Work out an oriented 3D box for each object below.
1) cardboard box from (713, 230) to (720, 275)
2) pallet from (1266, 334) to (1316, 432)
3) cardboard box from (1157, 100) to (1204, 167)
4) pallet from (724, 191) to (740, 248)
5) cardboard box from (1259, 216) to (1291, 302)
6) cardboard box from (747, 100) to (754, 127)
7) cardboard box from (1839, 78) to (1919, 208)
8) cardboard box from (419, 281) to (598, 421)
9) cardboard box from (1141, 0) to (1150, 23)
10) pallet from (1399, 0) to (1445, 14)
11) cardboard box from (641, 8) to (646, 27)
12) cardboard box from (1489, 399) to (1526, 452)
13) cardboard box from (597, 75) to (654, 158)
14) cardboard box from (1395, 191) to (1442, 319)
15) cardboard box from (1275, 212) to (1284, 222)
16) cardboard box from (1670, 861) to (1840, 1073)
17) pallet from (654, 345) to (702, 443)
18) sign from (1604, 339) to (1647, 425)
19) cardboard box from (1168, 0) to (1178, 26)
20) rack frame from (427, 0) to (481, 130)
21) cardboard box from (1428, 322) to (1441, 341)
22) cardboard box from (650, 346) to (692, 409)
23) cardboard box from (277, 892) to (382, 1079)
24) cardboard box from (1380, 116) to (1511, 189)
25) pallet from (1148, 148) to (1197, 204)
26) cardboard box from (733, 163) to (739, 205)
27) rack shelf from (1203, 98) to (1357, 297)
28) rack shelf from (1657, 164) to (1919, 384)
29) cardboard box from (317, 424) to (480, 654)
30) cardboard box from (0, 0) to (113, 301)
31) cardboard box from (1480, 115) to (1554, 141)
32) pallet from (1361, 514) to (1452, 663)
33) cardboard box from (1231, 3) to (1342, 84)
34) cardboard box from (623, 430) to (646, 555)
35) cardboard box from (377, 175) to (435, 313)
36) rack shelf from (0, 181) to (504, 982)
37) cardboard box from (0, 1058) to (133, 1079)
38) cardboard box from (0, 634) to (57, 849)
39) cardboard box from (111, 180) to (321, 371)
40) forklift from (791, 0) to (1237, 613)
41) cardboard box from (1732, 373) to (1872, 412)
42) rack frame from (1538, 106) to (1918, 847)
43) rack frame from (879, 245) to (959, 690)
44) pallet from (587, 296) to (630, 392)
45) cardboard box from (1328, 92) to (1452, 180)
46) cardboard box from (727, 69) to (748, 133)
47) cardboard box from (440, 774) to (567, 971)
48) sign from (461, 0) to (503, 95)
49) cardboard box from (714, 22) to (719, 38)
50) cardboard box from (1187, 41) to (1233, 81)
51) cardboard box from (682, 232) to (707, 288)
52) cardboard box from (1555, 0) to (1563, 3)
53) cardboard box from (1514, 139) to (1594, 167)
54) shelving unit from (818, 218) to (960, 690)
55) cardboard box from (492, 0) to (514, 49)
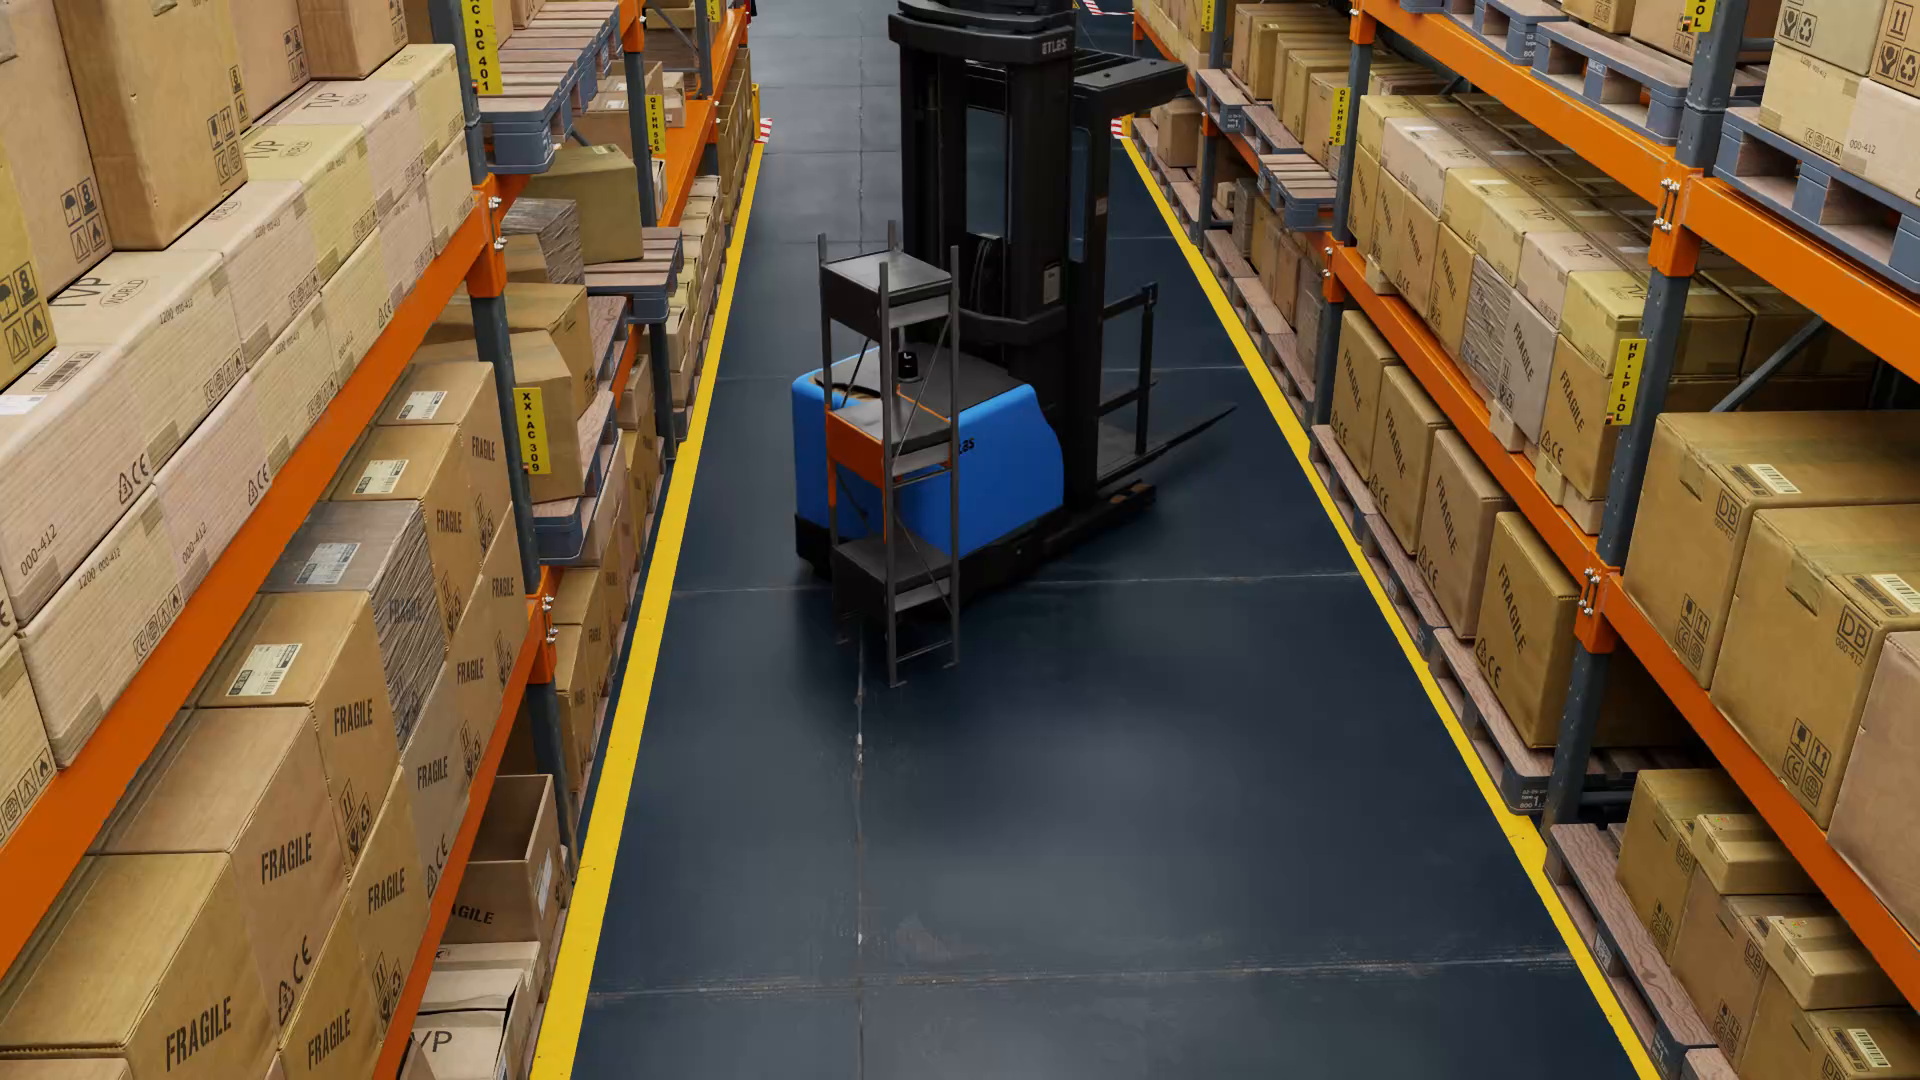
[{"bbox_3d":[-2.118,-2.221,12.784,0.500,0.250,0.500,-2,28,-3],"label":"cardboard box"},{"bbox_3d":[2.663,-1.071,11.075,1.003,0.211,1.213,-1,28,-3],"label":"pallet"},{"bbox_3d":[2.249,-3.803,15.524,0.700,0.500,0.500,-3,28,-6],"label":"cardboard box"},{"bbox_3d":[-2.453,-2.804,14.398,1.003,0.211,1.213,-1,28,-3],"label":"pallet"},{"bbox_3d":[2.612,-2.067,12.196,0.700,0.500,0.500,-1,28,-2],"label":"cardboard box"},{"bbox_3d":[-2.339,-4.246,16.666,0.500,0.250,0.500,-1,28,-3],"label":"cardboard box"},{"bbox_3d":[2.696,-1.032,4.341,0.500,0.250,0.500,-2,28,-4],"label":"cardboard box"},{"bbox_3d":[-1.936,-0.748,6.879,0.700,0.500,0.500,3,28,5],"label":"cardboard box"},{"bbox_3d":[2.034,-5.111,15.946,0.500,0.250,0.500,-2,28,-4],"label":"cardboard box"},{"bbox_3d":[2.789,-2.896,8.520,1.213,0.211,1.003,0,28,0],"label":"pallet"},{"bbox_3d":[-2.682,-4.124,13.105,0.380,0.149,0.250,-1,28,-3],"label":"cardboard box"},{"bbox_3d":[2.533,-0.503,7.221,0.380,0.149,0.250,-1,28,-3],"label":"cardboard box"},{"bbox_3d":[-2.376,-2.887,11.433,0.500,0.500,0.500,-1,28,-3],"label":"cardboard box"},{"bbox_3d":[2.515,-1.430,8.296,0.500,0.500,0.500,-2,28,-3],"label":"cardboard box"},{"bbox_3d":[2.606,-2.430,12.081,0.500,0.250,0.500,-2,28,-4],"label":"cardboard box"},{"bbox_3d":[2.871,1.403,5.565,0.700,0.500,0.500,-2,28,-3],"label":"cardboard box"},{"bbox_3d":[-2.249,-0.970,10.881,1.003,0.211,1.213,-1,28,-3],"label":"pallet"},{"bbox_3d":[2.370,-0.560,5.913,0.100,0.325,0.005,-1,28,-3],"label":"sign"},{"bbox_3d":[2.112,-4.742,14.429,0.500,0.500,0.500,-2,28,-4],"label":"cardboard box"},{"bbox_3d":[-2.036,-2.638,4.576,1.000,3.000,0.127,-1,28,-3],"label":"rack frame"},{"bbox_3d":[2.583,-1.093,8.351,0.380,0.149,0.250,-1,28,-2],"label":"cardboard box"},{"bbox_3d":[-1.979,-1.041,10.521,0.500,0.250,0.500,-1,28,-3],"label":"cardboard box"},{"bbox_3d":[-1.642,1.144,3.705,0.500,0.500,0.500,-1,28,-3],"label":"cardboard box"},{"bbox_3d":[2.497,-2.000,8.578,0.500,0.250,0.500,-2,28,-3],"label":"cardboard box"},{"bbox_3d":[2.356,-3.431,15.600,1.003,0.211,1.213,-1,28,-3],"label":"pallet"},{"bbox_3d":[-2.196,-3.092,14.453,0.500,0.250,0.500,-1,28,-3],"label":"cardboard box"},{"bbox_3d":[2.598,-2.551,11.675,1.077,0.370,4.000,-1,28,-3],"label":"rack shelf"},{"bbox_3d":[3.015,-0.186,3.898,1.077,0.370,4.000,-1,28,-3],"label":"rack shelf"},{"bbox_3d":[-1.721,-0.002,4.820,0.500,0.500,0.500,-2,28,-4],"label":"cardboard box"},{"bbox_3d":[-1.945,-0.646,2.812,0.700,0.500,0.500,-1,28,-3],"label":"cardboard box"},{"bbox_3d":[3.008,-2.021,8.620,0.500,0.250,0.500,-2,28,-4],"label":"cardboard box"},{"bbox_3d":[2.729,0.218,8.604,1.003,0.211,1.213,-1,28,-3],"label":"pallet"},{"bbox_3d":[2.486,-3.797,12.703,0.700,0.500,0.500,-1,28,-2],"label":"cardboard box"},{"bbox_3d":[-1.935,-0.246,8.706,0.500,0.500,0.500,-2,28,-5],"label":"cardboard box"},{"bbox_3d":[-1.729,-0.792,4.443,0.500,0.250,0.500,-1,28,-3],"label":"cardboard box"},{"bbox_3d":[-1.931,-0.065,3.665,1.077,0.370,4.000,-1,28,-3],"label":"rack shelf"},{"bbox_3d":[-1.587,1.171,2.573,0.500,0.500,0.500,-1,28,-1],"label":"cardboard box"},{"bbox_3d":[-1.600,0.363,2.229,0.500,0.250,0.500,-1,28,-3],"label":"cardboard box"},{"bbox_3d":[-1.667,-0.552,3.442,0.500,0.250,0.500,-1,28,-3],"label":"cardboard box"},{"bbox_3d":[0.477,-1.531,9.016,1.130,2.935,3.031,23,35,36],"label":"forklift"},{"bbox_3d":[3.139,-0.503,6.519,0.500,0.500,0.500,-2,28,-4],"label":"cardboard box"},{"bbox_3d":[2.911,-0.099,6.196,1.000,3.000,0.127,-1,28,-3],"label":"rack frame"},{"bbox_3d":[-0.171,-0.278,7.512,0.400,2.100,0.015,-18,33,-31],"label":"rack frame"},{"bbox_3d":[-2.138,-0.842,7.828,1.003,0.211,1.213,-1,28,-3],"label":"pallet"},{"bbox_3d":[2.668,-2.402,10.029,0.700,0.500,0.500,-5,28,-9],"label":"cardboard box"},{"bbox_3d":[-2.270,-4.117,15.608,0.500,0.500,0.500,-1,28,-3],"label":"cardboard box"},{"bbox_3d":[-1.723,1.192,5.948,0.500,0.500,0.500,-1,28,-3],"label":"cardboard box"},{"bbox_3d":[-1.494,-1.554,5.182,0.100,0.325,0.005,-1,28,-3],"label":"sign"},{"bbox_3d":[-2.598,-4.876,15.247,0.700,0.500,0.500,-1,28,-2],"label":"cardboard box"},{"bbox_3d":[2.166,-3.947,13.715,0.500,0.250,0.500,-1,28,-3],"label":"cardboard box"},{"bbox_3d":[-2.066,-2.005,11.763,0.500,0.311,0.500,-2,28,-3],"label":"cardboard box"},{"bbox_3d":[2.919,-2.566,7.098,0.700,0.500,0.500,-1,28,-3],"label":"cardboard box"},{"bbox_3d":[3.032,-1.784,8.165,0.500,0.250,0.500,-2,28,-4],"label":"cardboard box"},{"bbox_3d":[-0.314,-0.369,7.687,0.431,2.100,0.503,-18,33,-31],"label":"shelving unit"},{"bbox_3d":[-2.046,-2.125,6.167,0.600,0.600,0.600,-2,28,-3],"label":"cardboard box"}]
